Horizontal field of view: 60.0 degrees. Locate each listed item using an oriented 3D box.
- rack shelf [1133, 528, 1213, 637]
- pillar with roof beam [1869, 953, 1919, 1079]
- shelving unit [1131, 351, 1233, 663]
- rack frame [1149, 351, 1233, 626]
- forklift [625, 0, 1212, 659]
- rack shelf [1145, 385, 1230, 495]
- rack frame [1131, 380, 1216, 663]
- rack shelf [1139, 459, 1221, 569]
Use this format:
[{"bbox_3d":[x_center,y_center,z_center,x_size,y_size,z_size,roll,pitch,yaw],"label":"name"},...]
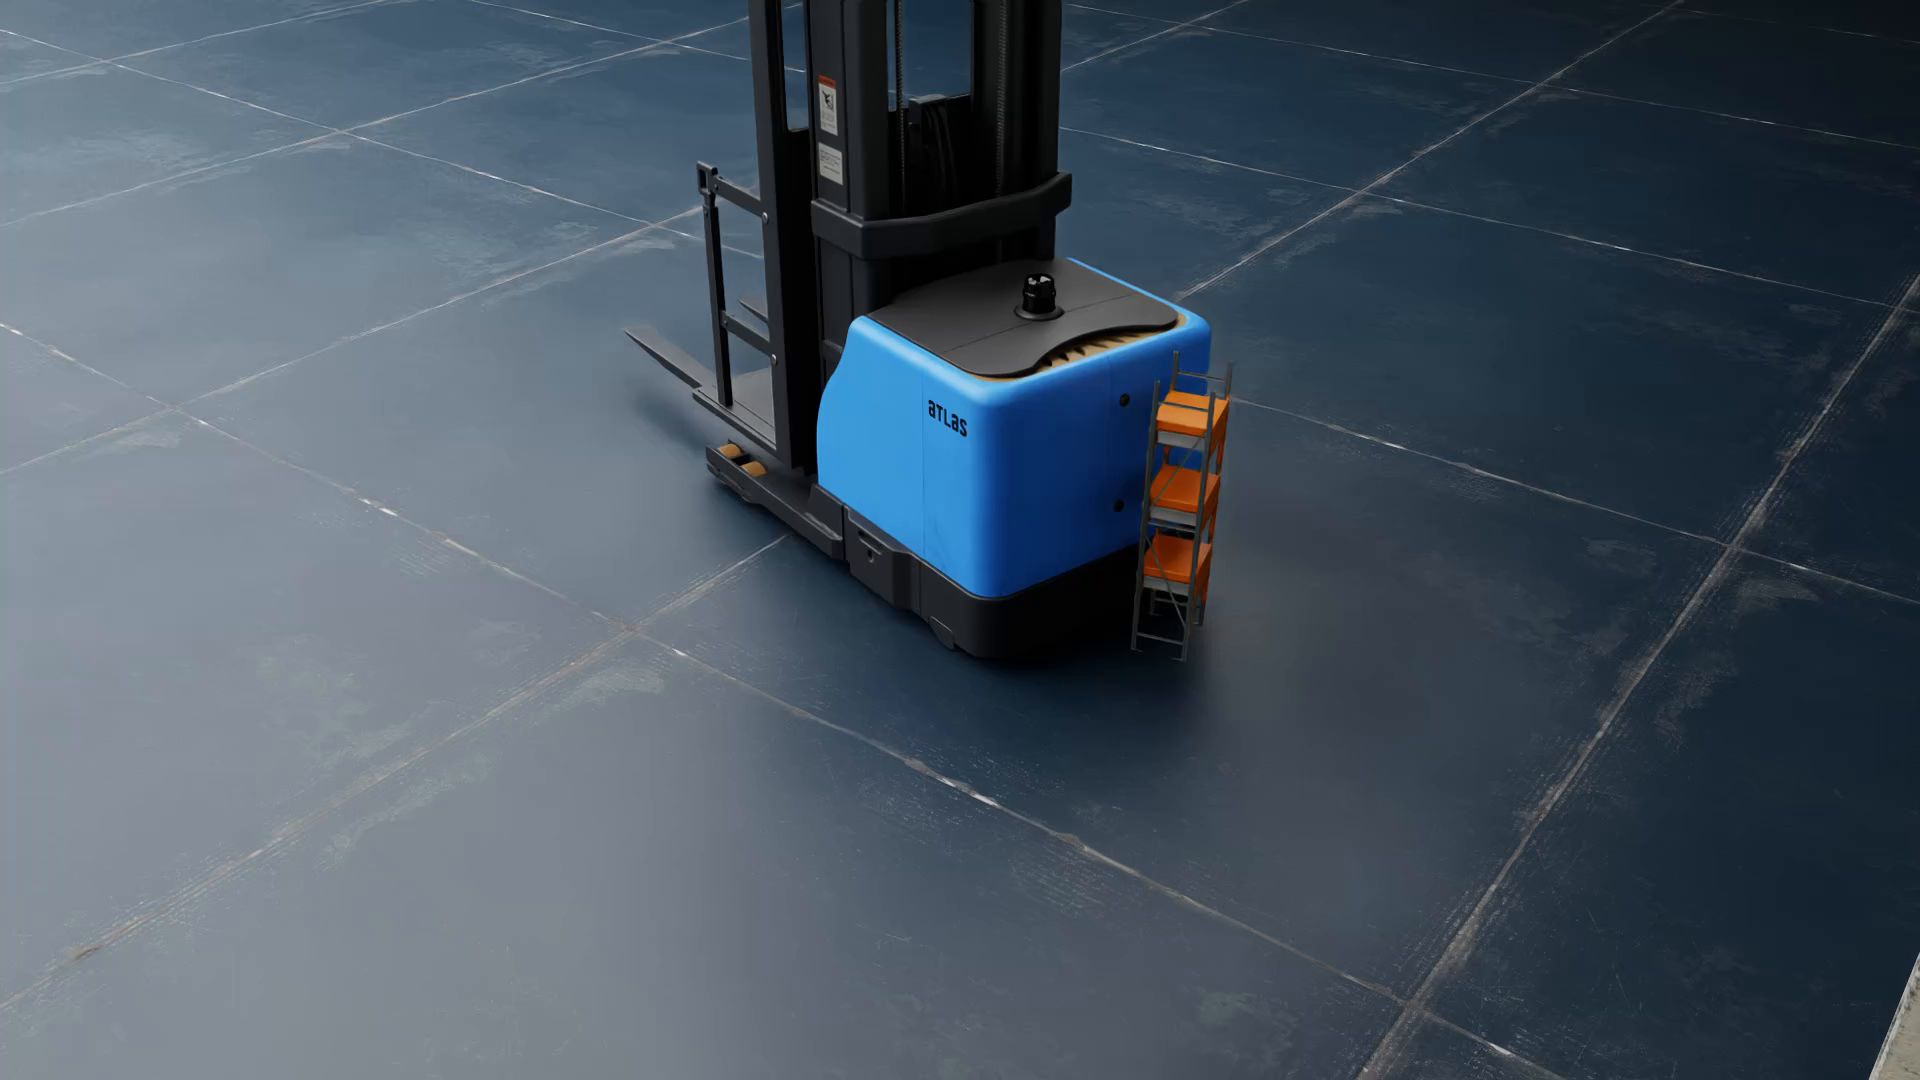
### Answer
[{"bbox_3d":[0.746,0.146,5.826,0.215,0.259,0.240,12,33,17],"label":"rack shelf"},{"bbox_3d":[-1.286,-3.587,3.769,9.100,9.000,0.400,21,37,31],"label":"pillar with roof beam"},{"bbox_3d":[0.752,-0.101,5.677,0.215,1.050,0.252,12,33,17],"label":"shelving unit"},{"bbox_3d":[0.796,-0.159,5.775,0.200,1.050,0.008,12,33,17],"label":"rack frame"},{"bbox_3d":[-0.397,-1.547,6.277,1.130,2.935,3.031,-21,36,-31],"label":"forklift"},{"bbox_3d":[0.757,-0.334,5.536,0.215,0.259,0.240,12,33,17],"label":"rack shelf"},{"bbox_3d":[0.708,-0.042,5.579,0.200,1.050,0.008,12,33,17],"label":"rack frame"},{"bbox_3d":[0.752,-0.091,5.682,0.215,0.259,0.240,12,33,17],"label":"rack shelf"}]
